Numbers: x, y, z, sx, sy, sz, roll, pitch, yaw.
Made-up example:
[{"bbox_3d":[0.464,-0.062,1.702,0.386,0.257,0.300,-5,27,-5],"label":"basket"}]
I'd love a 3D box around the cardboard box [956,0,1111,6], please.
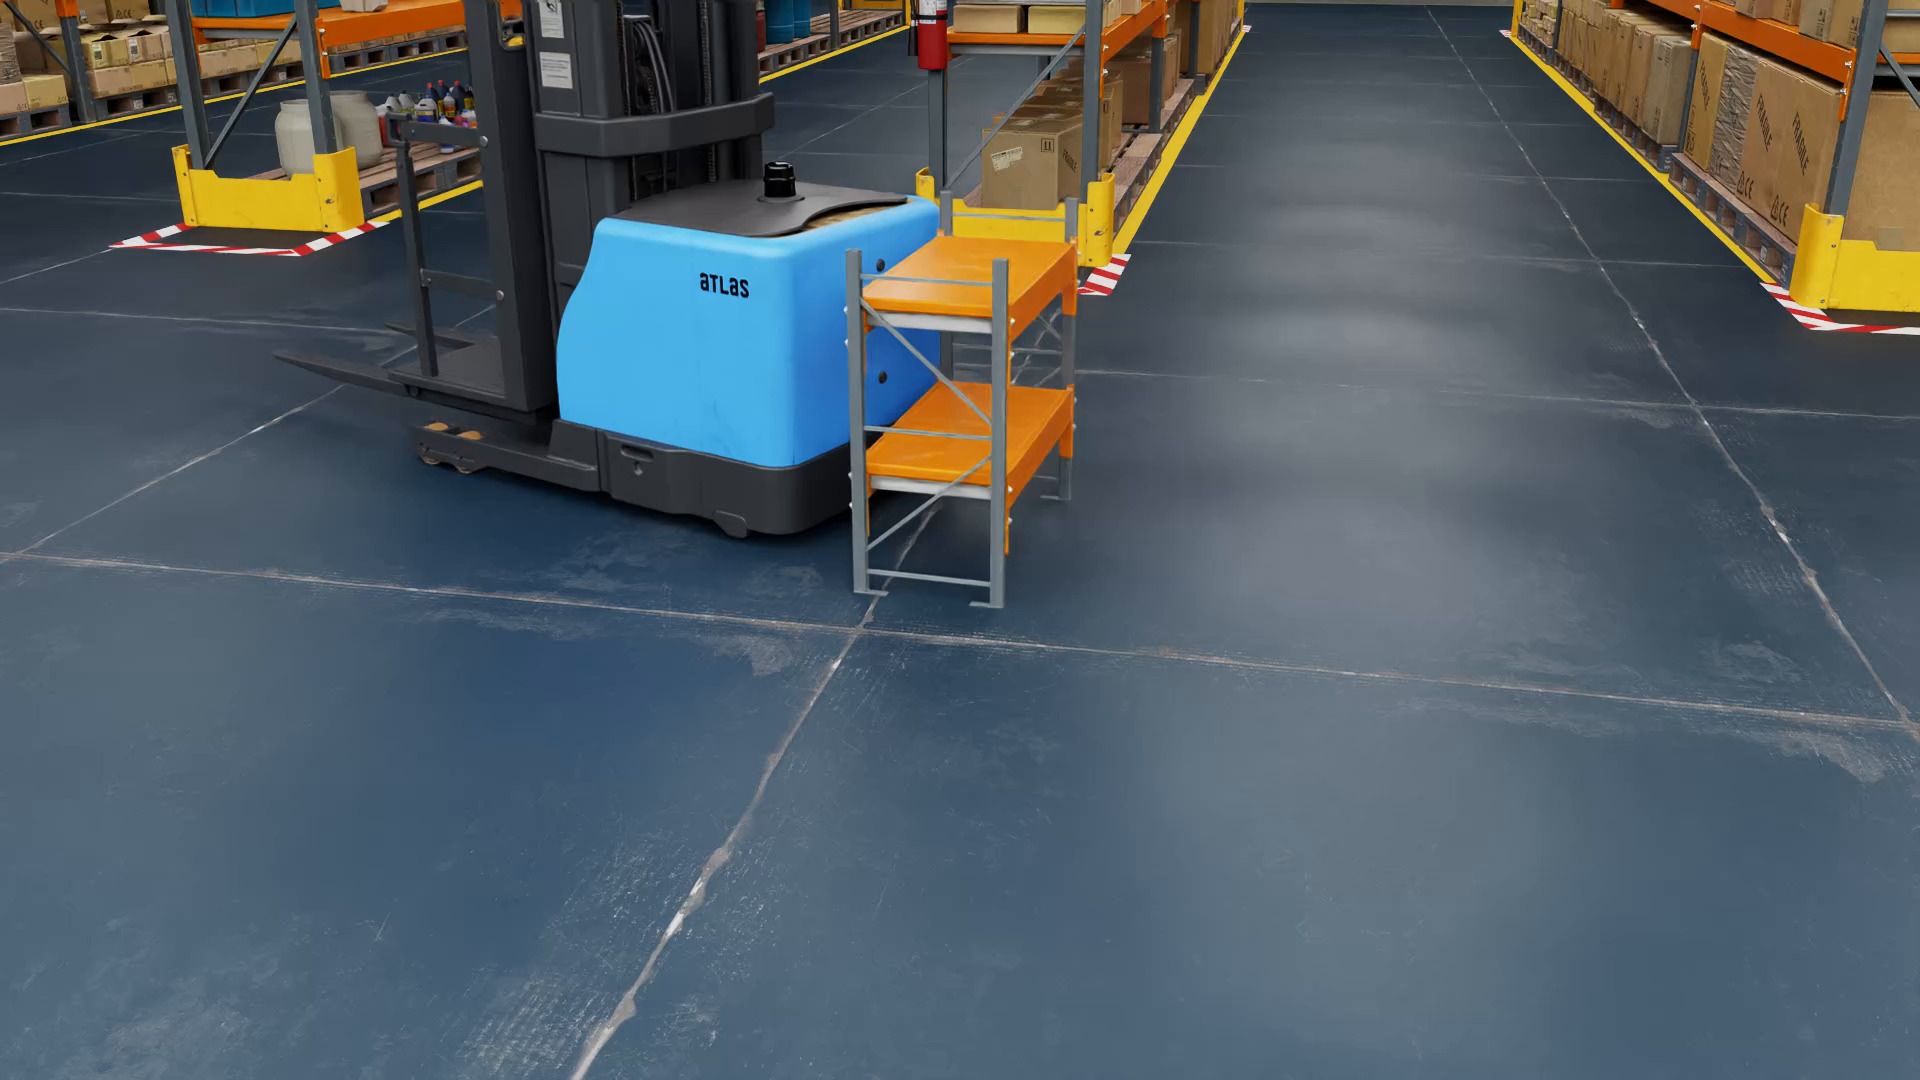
[{"bbox_3d":[0.455,-3.471,9.924,0.875,0.500,0.500,4,22,11],"label":"cardboard box"}]

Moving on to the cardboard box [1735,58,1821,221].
[{"bbox_3d":[5.402,-2.456,10.220,0.875,0.875,0.875,4,22,10],"label":"cardboard box"}]

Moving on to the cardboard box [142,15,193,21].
[{"bbox_3d":[-8.349,-5.401,17.616,0.500,0.311,0.500,4,22,9],"label":"cardboard box"}]

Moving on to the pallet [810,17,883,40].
[{"bbox_3d":[-1.726,-7.279,23.646,1.003,0.211,1.213,4,22,11],"label":"pallet"}]

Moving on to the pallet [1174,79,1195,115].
[{"bbox_3d":[1.787,-4.434,16.580,1.003,0.211,1.213,4,22,11],"label":"pallet"}]

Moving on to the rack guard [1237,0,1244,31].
[{"bbox_3d":[3.585,-7.788,24.522,1.175,0.500,0.348,4,22,11],"label":"rack guard"}]

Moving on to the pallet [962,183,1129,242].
[{"bbox_3d":[0.531,-2.116,10.825,1.003,0.211,1.213,4,22,11],"label":"pallet"}]

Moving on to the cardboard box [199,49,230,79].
[{"bbox_3d":[-7.927,-4.917,17.166,0.500,0.250,0.500,5,22,12],"label":"cardboard box"}]

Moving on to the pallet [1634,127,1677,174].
[{"bbox_3d":[6.050,-3.130,13.342,1.003,0.211,1.213,4,22,11],"label":"pallet"}]

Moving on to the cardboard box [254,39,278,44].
[{"bbox_3d":[-7.715,-5.548,17.982,0.500,0.311,0.500,4,22,10],"label":"cardboard box"}]

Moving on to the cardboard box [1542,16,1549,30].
[{"bbox_3d":[7.433,-6.410,20.610,0.380,0.149,0.250,4,22,9],"label":"cardboard box"}]

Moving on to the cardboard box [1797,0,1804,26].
[{"bbox_3d":[5.510,-3.279,9.779,0.875,0.550,0.550,4,22,11],"label":"cardboard box"}]

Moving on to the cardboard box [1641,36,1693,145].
[{"bbox_3d":[6.005,-3.520,13.028,1.050,0.750,0.750,4,22,11],"label":"cardboard box"}]

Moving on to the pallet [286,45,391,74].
[{"bbox_3d":[-7.560,-5.746,19.839,1.003,0.211,1.213,4,22,11],"label":"pallet"}]

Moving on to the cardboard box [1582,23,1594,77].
[{"bbox_3d":[6.771,-5.083,17.244,0.500,0.500,0.500,5,23,13],"label":"cardboard box"}]

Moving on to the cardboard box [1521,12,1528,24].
[{"bbox_3d":[7.995,-7.229,23.042,0.380,0.149,0.250,5,22,12],"label":"cardboard box"}]

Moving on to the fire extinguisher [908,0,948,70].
[{"bbox_3d":[-0.159,-3.045,9.502,0.296,0.674,0.183,4,22,11],"label":"fire extinguisher"}]

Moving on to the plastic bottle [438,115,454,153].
[{"bbox_3d":[-3.858,-3.043,12.456,0.097,0.271,0.097,0,22,0],"label":"plastic bottle"}]

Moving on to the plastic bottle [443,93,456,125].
[{"bbox_3d":[-4.199,-3.540,13.692,0.097,0.271,0.097,0,22,0],"label":"plastic bottle"}]

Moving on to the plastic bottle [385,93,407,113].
[{"bbox_3d":[-4.451,-3.347,13.106,0.144,0.351,0.185,5,23,13],"label":"plastic bottle"}]

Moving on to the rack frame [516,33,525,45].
[{"bbox_3d":[-3.717,-4.928,14.074,1.000,3.000,0.127,4,22,11],"label":"rack frame"}]

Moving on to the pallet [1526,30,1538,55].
[{"bbox_3d":[7.948,-6.463,21.619,1.003,0.211,1.213,4,22,11],"label":"pallet"}]

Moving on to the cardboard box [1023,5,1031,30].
[{"bbox_3d":[0.223,-3.182,10.076,0.380,0.149,0.250,4,22,11],"label":"cardboard box"}]

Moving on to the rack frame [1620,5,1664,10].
[{"bbox_3d":[6.783,-5.598,15.738,1.000,3.000,0.127,4,22,11],"label":"rack frame"}]

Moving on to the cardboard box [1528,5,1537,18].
[{"bbox_3d":[7.824,-7.084,22.285,0.380,0.149,0.250,5,23,13],"label":"cardboard box"}]

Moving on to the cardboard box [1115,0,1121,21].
[{"bbox_3d":[0.831,-3.421,10.669,0.380,0.149,0.250,4,22,11],"label":"cardboard box"}]

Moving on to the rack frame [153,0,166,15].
[{"bbox_3d":[-11.783,-8.609,23.214,1.000,3.000,0.127,4,22,11],"label":"rack frame"}]

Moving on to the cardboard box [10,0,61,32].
[{"bbox_3d":[-12.136,-6.922,21.342,0.750,0.750,0.750,4,22,11],"label":"cardboard box"}]

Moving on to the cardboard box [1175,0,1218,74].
[{"bbox_3d":[2.109,-5.473,17.710,1.225,0.875,0.875,3,22,8],"label":"cardboard box"}]

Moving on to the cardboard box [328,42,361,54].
[{"bbox_3d":[-7.377,-5.959,19.391,0.500,0.500,0.500,5,23,13],"label":"cardboard box"}]

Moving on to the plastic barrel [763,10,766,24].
[{"bbox_3d":[-2.560,-6.238,20.095,0.421,0.512,0.421,0,22,0],"label":"plastic barrel"}]

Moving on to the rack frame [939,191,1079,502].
[{"bbox_3d":[0.172,-0.694,6.071,0.500,1.125,0.032,6,23,14],"label":"rack frame"}]

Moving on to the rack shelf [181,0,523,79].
[{"bbox_3d":[-4.125,-3.863,12.392,1.077,0.370,4.000,4,22,11],"label":"rack shelf"}]

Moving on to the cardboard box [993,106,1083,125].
[{"bbox_3d":[0.548,-2.571,11.006,0.500,0.500,0.500,11,24,25],"label":"cardboard box"}]

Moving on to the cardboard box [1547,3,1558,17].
[{"bbox_3d":[7.474,-6.547,20.553,0.380,0.149,0.250,4,22,10],"label":"cardboard box"}]

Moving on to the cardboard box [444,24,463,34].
[{"bbox_3d":[-6.862,-6.895,21.714,0.500,0.500,0.500,5,22,11],"label":"cardboard box"}]

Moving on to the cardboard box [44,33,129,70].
[{"bbox_3d":[-8.237,-4.618,15.673,0.500,0.311,0.500,5,22,11],"label":"cardboard box"}]

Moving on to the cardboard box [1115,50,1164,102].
[{"bbox_3d":[1.394,-3.991,14.504,0.700,0.500,0.500,4,22,11],"label":"cardboard box"}]

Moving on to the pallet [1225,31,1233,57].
[{"bbox_3d":[2.996,-6.455,21.598,1.003,0.211,1.213,4,22,11],"label":"pallet"}]

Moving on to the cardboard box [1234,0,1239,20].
[{"bbox_3d":[3.528,-7.908,23.755,0.875,0.875,0.875,4,22,11],"label":"cardboard box"}]

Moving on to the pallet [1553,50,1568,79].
[{"bbox_3d":[7.442,-5.482,19.184,1.003,0.211,1.213,4,22,11],"label":"pallet"}]

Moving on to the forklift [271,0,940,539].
[{"bbox_3d":[-1.572,-1.768,6.319,3.031,2.935,1.130,14,26,30],"label":"forklift"}]

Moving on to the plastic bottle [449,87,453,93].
[{"bbox_3d":[-4.250,-3.665,13.995,0.152,0.276,0.135,5,23,13],"label":"plastic bottle"}]

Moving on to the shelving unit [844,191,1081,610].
[{"bbox_3d":[0.036,-0.511,5.617,0.538,1.125,1.048,6,23,14],"label":"shelving unit"}]

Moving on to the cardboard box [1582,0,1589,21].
[{"bbox_3d":[6.877,-5.621,17.576,0.500,0.250,0.500,5,22,12],"label":"cardboard box"}]

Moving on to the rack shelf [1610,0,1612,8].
[{"bbox_3d":[7.191,-5.996,17.689,1.077,0.370,4.000,4,22,11],"label":"rack shelf"}]
